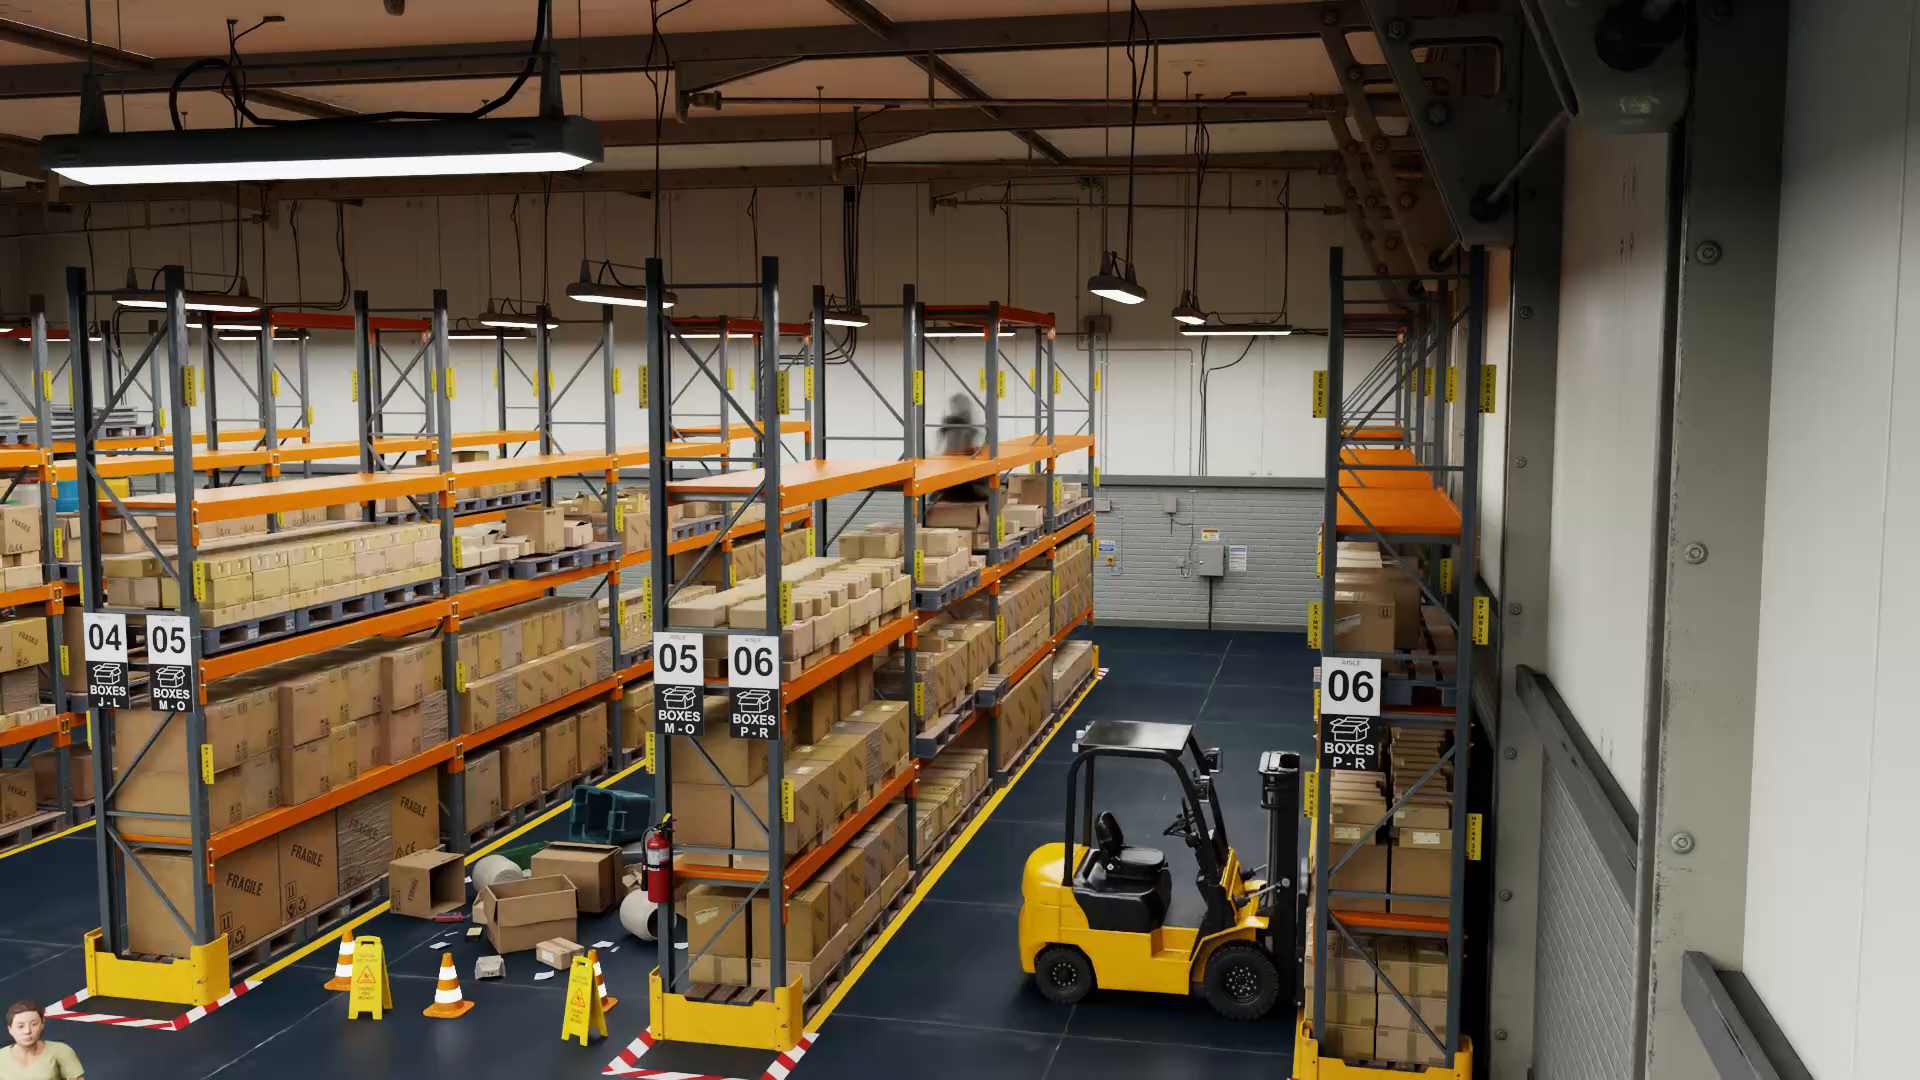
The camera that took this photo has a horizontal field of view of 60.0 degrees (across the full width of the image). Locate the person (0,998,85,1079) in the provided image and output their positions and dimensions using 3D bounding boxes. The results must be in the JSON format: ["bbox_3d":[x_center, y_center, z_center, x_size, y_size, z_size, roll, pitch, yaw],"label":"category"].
[{"bbox_3d":[-5.156,3.383,9.251,0.563,1.694,0.903,-4,7,-35],"label":"person"}]

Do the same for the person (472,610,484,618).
[{"bbox_3d":[-7.247,1.839,25.204,0.538,1.554,0.736,1,6,14],"label":"person"}]
